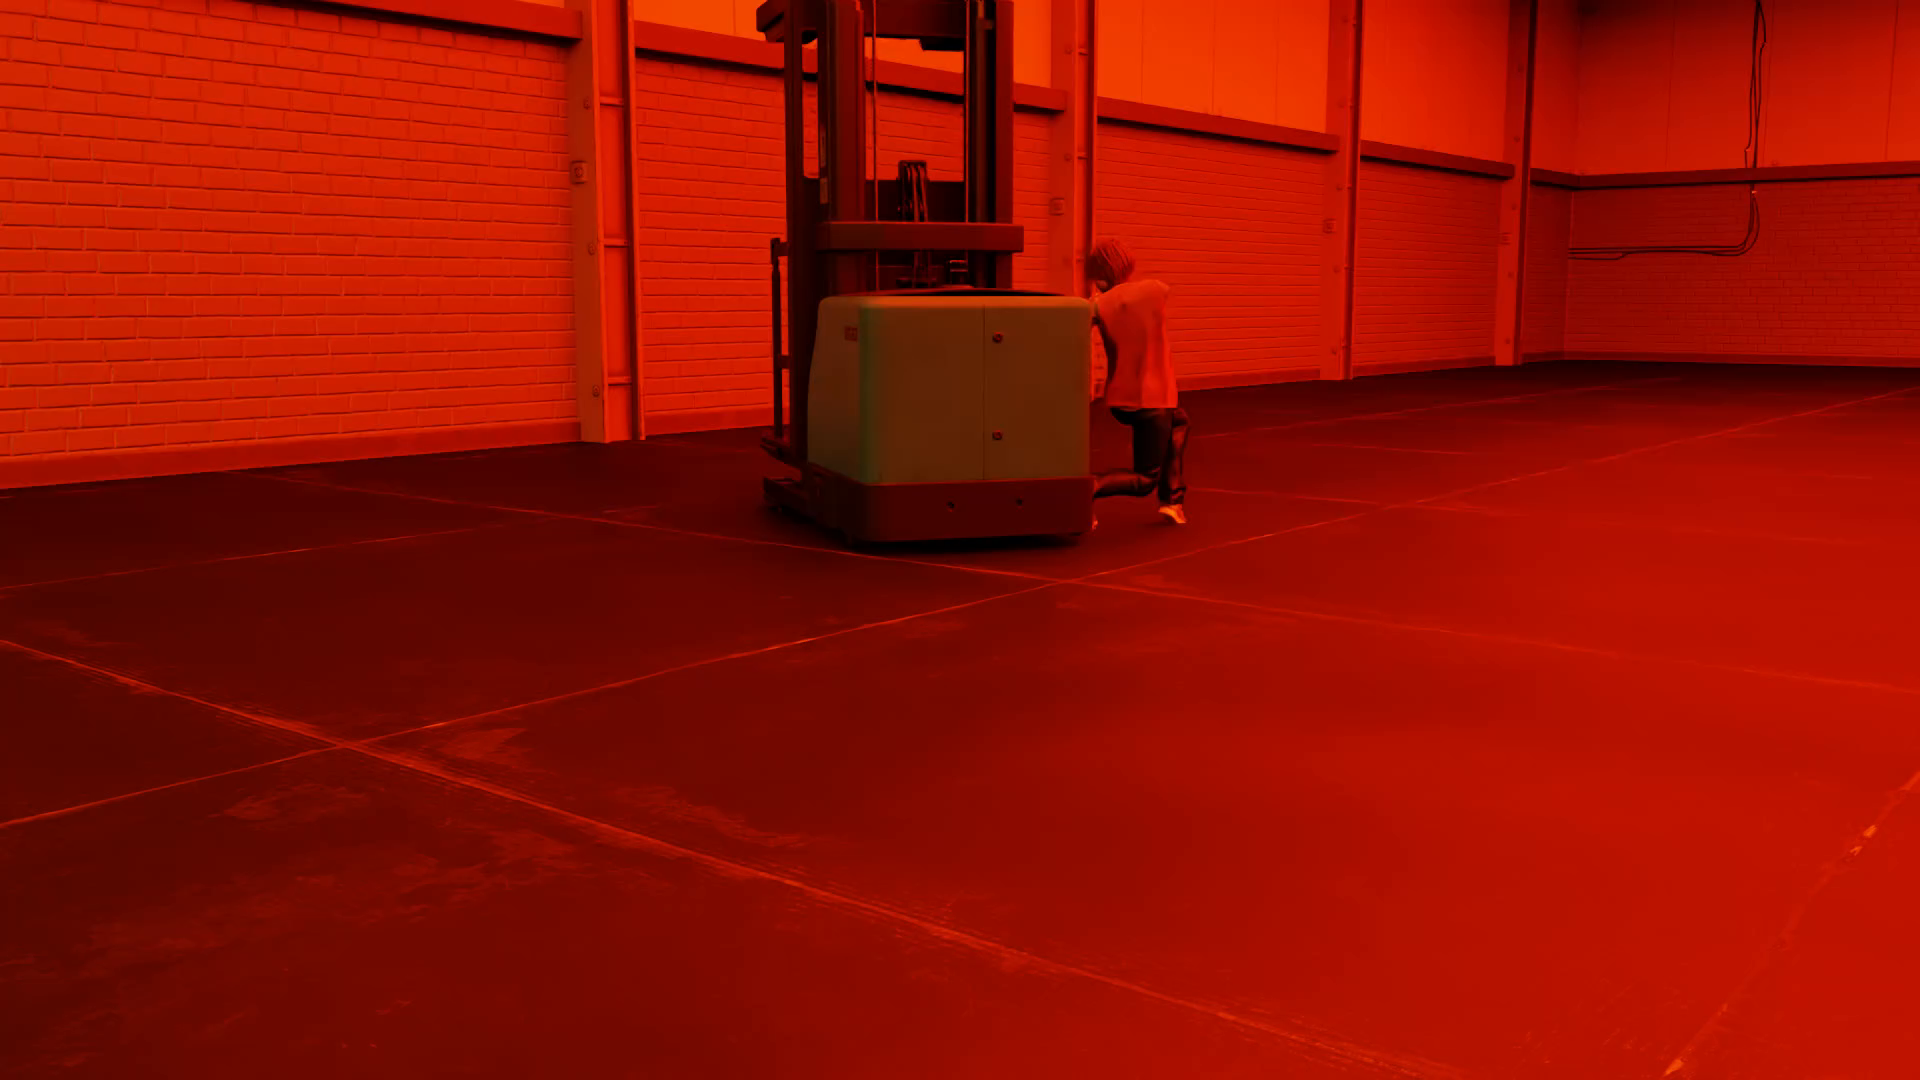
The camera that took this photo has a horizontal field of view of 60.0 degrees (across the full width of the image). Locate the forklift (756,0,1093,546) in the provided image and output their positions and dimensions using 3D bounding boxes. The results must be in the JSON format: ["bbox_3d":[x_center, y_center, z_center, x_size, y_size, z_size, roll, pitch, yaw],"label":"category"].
[{"bbox_3d":[-0.370,-1.599,8.207,1.130,2.935,3.031,-3,9,-18],"label":"forklift"}]

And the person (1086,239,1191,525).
[{"bbox_3d":[0.665,-0.696,7.704,0.701,1.342,0.879,6,11,37],"label":"person"}]
